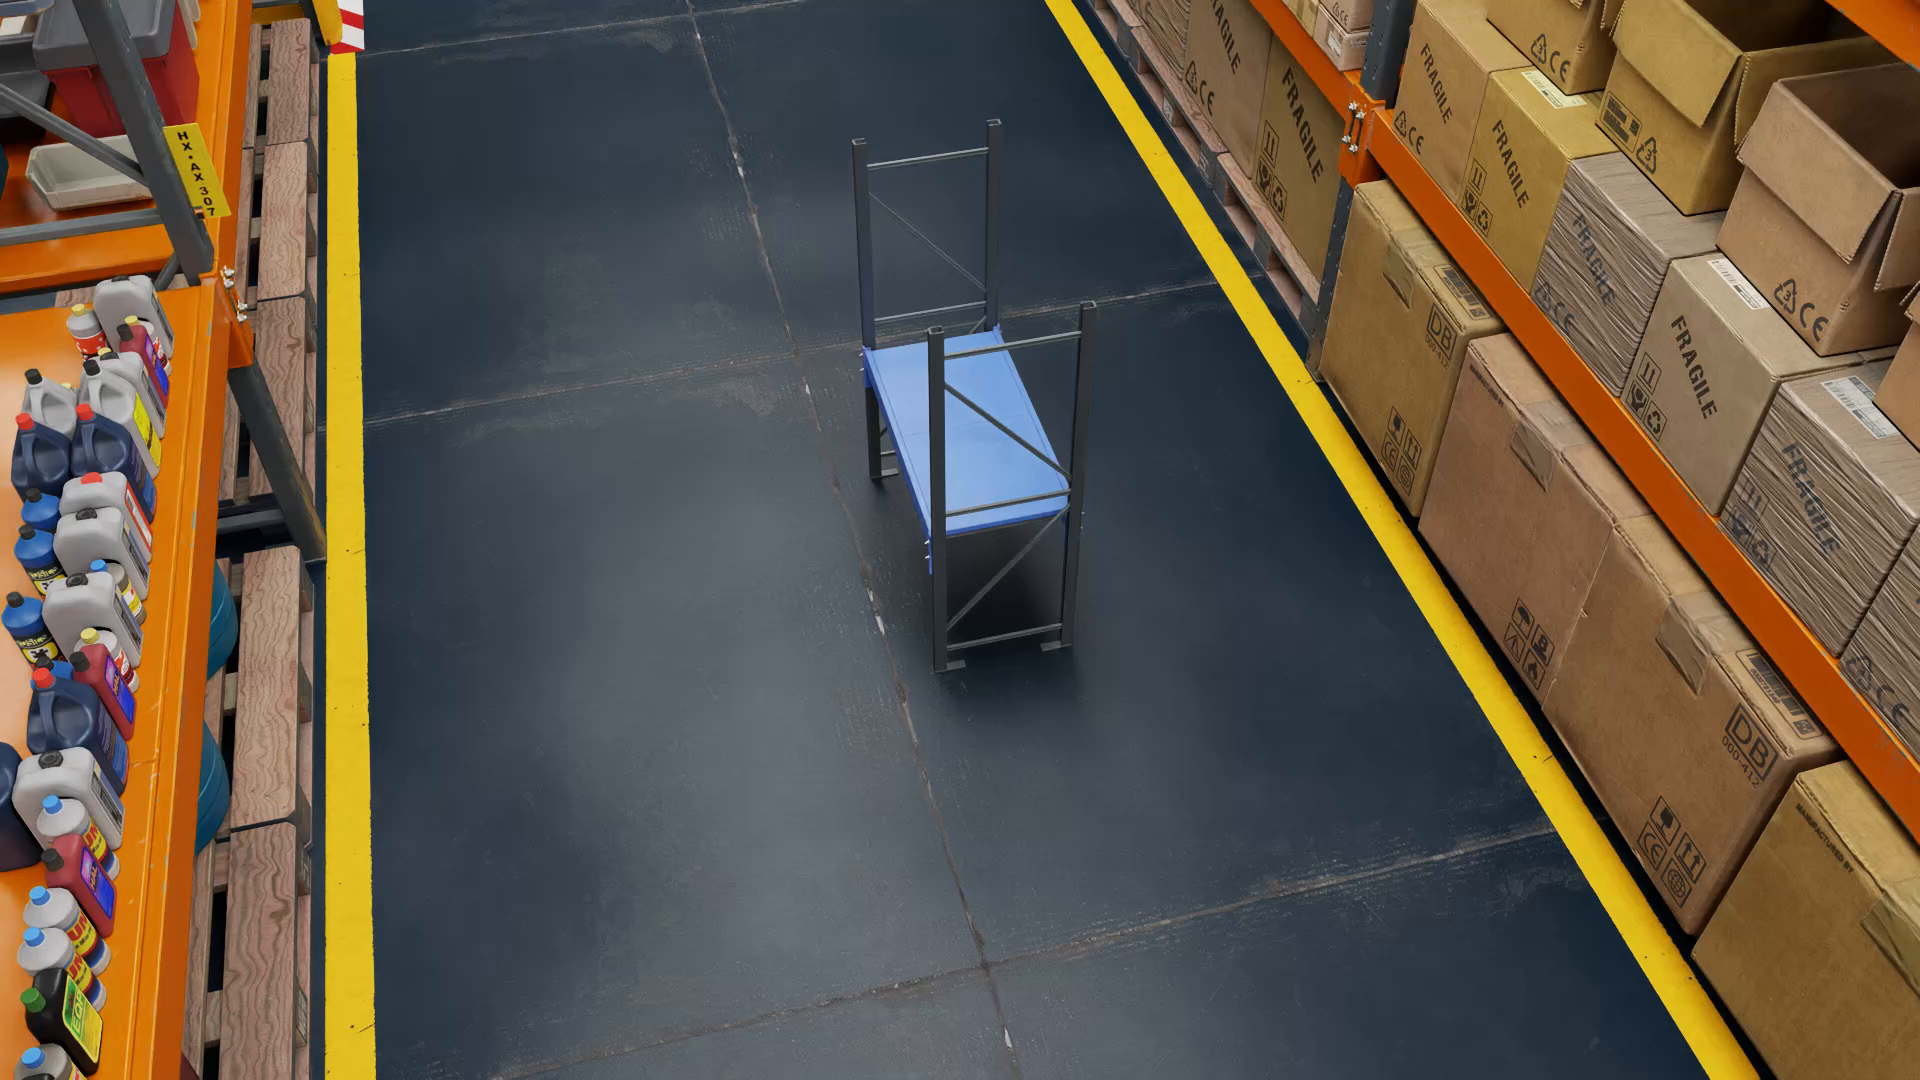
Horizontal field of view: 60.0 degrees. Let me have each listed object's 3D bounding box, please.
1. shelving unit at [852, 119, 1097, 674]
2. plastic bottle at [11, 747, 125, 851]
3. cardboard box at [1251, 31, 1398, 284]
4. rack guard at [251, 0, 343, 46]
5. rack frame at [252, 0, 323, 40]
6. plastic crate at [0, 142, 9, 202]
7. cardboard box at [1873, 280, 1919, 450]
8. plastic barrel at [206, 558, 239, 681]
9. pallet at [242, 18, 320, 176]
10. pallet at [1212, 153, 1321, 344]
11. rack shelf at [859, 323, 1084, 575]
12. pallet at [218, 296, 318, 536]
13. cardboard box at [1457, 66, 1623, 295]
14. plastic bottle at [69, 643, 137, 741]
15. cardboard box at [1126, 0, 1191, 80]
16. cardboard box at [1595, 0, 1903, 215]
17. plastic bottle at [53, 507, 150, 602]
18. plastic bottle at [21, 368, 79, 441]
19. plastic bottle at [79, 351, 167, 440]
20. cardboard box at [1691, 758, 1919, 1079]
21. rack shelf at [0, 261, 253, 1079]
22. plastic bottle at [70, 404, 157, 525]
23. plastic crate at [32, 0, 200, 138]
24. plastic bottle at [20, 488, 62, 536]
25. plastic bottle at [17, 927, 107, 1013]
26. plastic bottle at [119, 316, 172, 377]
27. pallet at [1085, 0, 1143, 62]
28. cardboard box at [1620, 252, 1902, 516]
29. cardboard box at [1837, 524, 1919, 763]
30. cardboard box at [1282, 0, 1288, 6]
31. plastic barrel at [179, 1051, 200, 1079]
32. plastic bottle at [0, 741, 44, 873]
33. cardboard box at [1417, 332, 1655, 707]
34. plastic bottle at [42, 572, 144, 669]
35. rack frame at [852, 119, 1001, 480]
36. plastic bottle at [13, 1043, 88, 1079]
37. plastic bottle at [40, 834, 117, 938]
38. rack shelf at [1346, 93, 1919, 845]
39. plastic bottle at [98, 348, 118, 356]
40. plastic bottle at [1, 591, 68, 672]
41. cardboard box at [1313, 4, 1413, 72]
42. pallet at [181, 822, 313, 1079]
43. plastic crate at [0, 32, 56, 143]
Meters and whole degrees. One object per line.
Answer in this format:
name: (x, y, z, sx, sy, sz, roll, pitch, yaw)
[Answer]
shelving unit: (0.022, -0.466, 5.657, 0.538, 1.500, 1.048, -11, 47, -10)
plastic bottle: (-1.977, 0.570, 3.678, 0.152, 0.276, 0.135, -11, 47, -10)
cardboard box: (1.849, -1.699, 7.009, 0.875, 0.875, 0.875, -11, 47, -10)
rack guard: (-3.890, -2.821, 8.665, 1.175, 0.500, 0.348, -11, 47, -10)
rack frame: (-3.871, -3.682, 7.758, 1.000, 3.000, 0.127, -11, 47, -10)
plastic crate: (-3.296, -1.195, 5.291, 0.392, 0.384, 0.575, -11, 47, -10)
cardboard box: (2.629, -0.408, 3.778, 0.797, 0.503, 0.637, -10, 46, -9)
plastic barrel: (-2.724, 0.046, 5.280, 0.600, 0.901, 0.708, -11, 47, -10)
pallet: (-3.698, -2.129, 8.189, 1.003, 0.211, 1.213, -11, 47, -10)
pallet: (1.822, -1.389, 7.463, 1.003, 0.211, 1.213, -11, 47, -10)
rack shelf: (0.022, -0.340, 5.785, 0.538, 0.185, 1.000, -11, 47, -10)
pallet: (-3.073, -0.445, 6.538, 1.003, 0.211, 1.213, -11, 47, -10)
cardboard box: (1.946, -1.150, 5.207, 0.500, 0.500, 0.500, -11, 47, -10)
plastic bottle: (-2.014, 0.339, 3.900, 0.061, 0.283, 0.133, -11, 47, -10)
cardboard box: (1.391, -2.935, 8.220, 0.875, 0.875, 0.875, -11, 47, -10)
cardboard box: (2.277, -1.296, 4.648, 0.797, 0.503, 0.637, -10, 46, -10)
plastic bottle: (-2.177, 0.030, 4.208, 0.152, 0.276, 0.135, -11, 47, -10)
plastic bottle: (-2.435, -0.302, 4.480, 0.144, 0.351, 0.185, -11, 47, -10)
plastic bottle: (-2.340, -0.411, 4.640, 0.152, 0.276, 0.135, -11, 47, -10)
cardboard box: (2.808, 1.052, 4.312, 1.225, 0.875, 0.875, -13, 47, -12)
rack shelf: (-2.335, 0.713, 3.955, 1.077, 0.370, 4.000, -11, 47, -10)
plastic bottle: (-2.248, -0.200, 4.381, 0.144, 0.351, 0.185, -11, 47, -10)
plastic crate: (-2.833, -1.626, 5.656, 0.402, 0.464, 0.583, -11, 47, -10)
plastic bottle: (-2.327, -0.026, 4.265, 0.097, 0.271, 0.097, 0, 46, 0)
plastic bottle: (-1.836, 0.873, 3.384, 0.097, 0.271, 0.097, 0, 46, 0)
plastic bottle: (-2.378, -0.562, 4.840, 0.097, 0.201, 0.097, 0, 46, 0)
pallet: (1.197, -3.074, 9.114, 1.003, 0.211, 1.213, -11, 47, -10)
cardboard box: (2.211, -0.449, 4.520, 0.500, 0.500, 0.500, -10, 46, -10)
cardboard box: (2.477, 0.260, 3.825, 0.500, 0.500, 0.500, -11, 47, -11)
cardboard box: (1.414, -2.243, 6.524, 0.380, 0.149, 0.250, -11, 47, -11)
plastic barrel: (-2.254, 1.424, 4.148, 0.600, 0.588, 0.708, -11, 47, -10)
plastic bottle: (-2.126, 0.553, 3.642, 0.144, 0.351, 0.185, -11, 47, -10)
cardboard box: (2.353, -0.174, 5.514, 1.225, 0.875, 0.875, -12, 47, -12)
plastic bottle: (-2.117, 0.190, 4.051, 0.152, 0.276, 0.135, -11, 47, -10)
rack frame: (-0.108, -0.817, 6.001, 0.500, 1.500, 0.032, -11, 47, -10)
plastic bottle: (-1.777, 1.057, 3.253, 0.097, 0.201, 0.097, 0, 46, 0)
plastic bottle: (-1.873, 0.718, 3.527, 0.061, 0.283, 0.133, -11, 47, -10)
rack shelf: (2.453, -0.193, 4.843, 1.077, 0.370, 4.000, -11, 47, -10)
plastic bottle: (-2.402, -0.459, 4.739, 0.097, 0.201, 0.097, 0, 46, 0)
plastic bottle: (-2.233, 0.227, 4.017, 0.097, 0.271, 0.097, 0, 46, 0)
cardboard box: (1.546, -1.888, 6.176, 0.380, 0.149, 0.250, -10, 47, -10)
pallet: (-2.374, 1.440, 4.691, 1.003, 0.211, 1.213, -11, 47, -10)
plastic crate: (-3.393, -1.568, 5.837, 0.437, 0.125, 0.590, -11, 47, -10)
